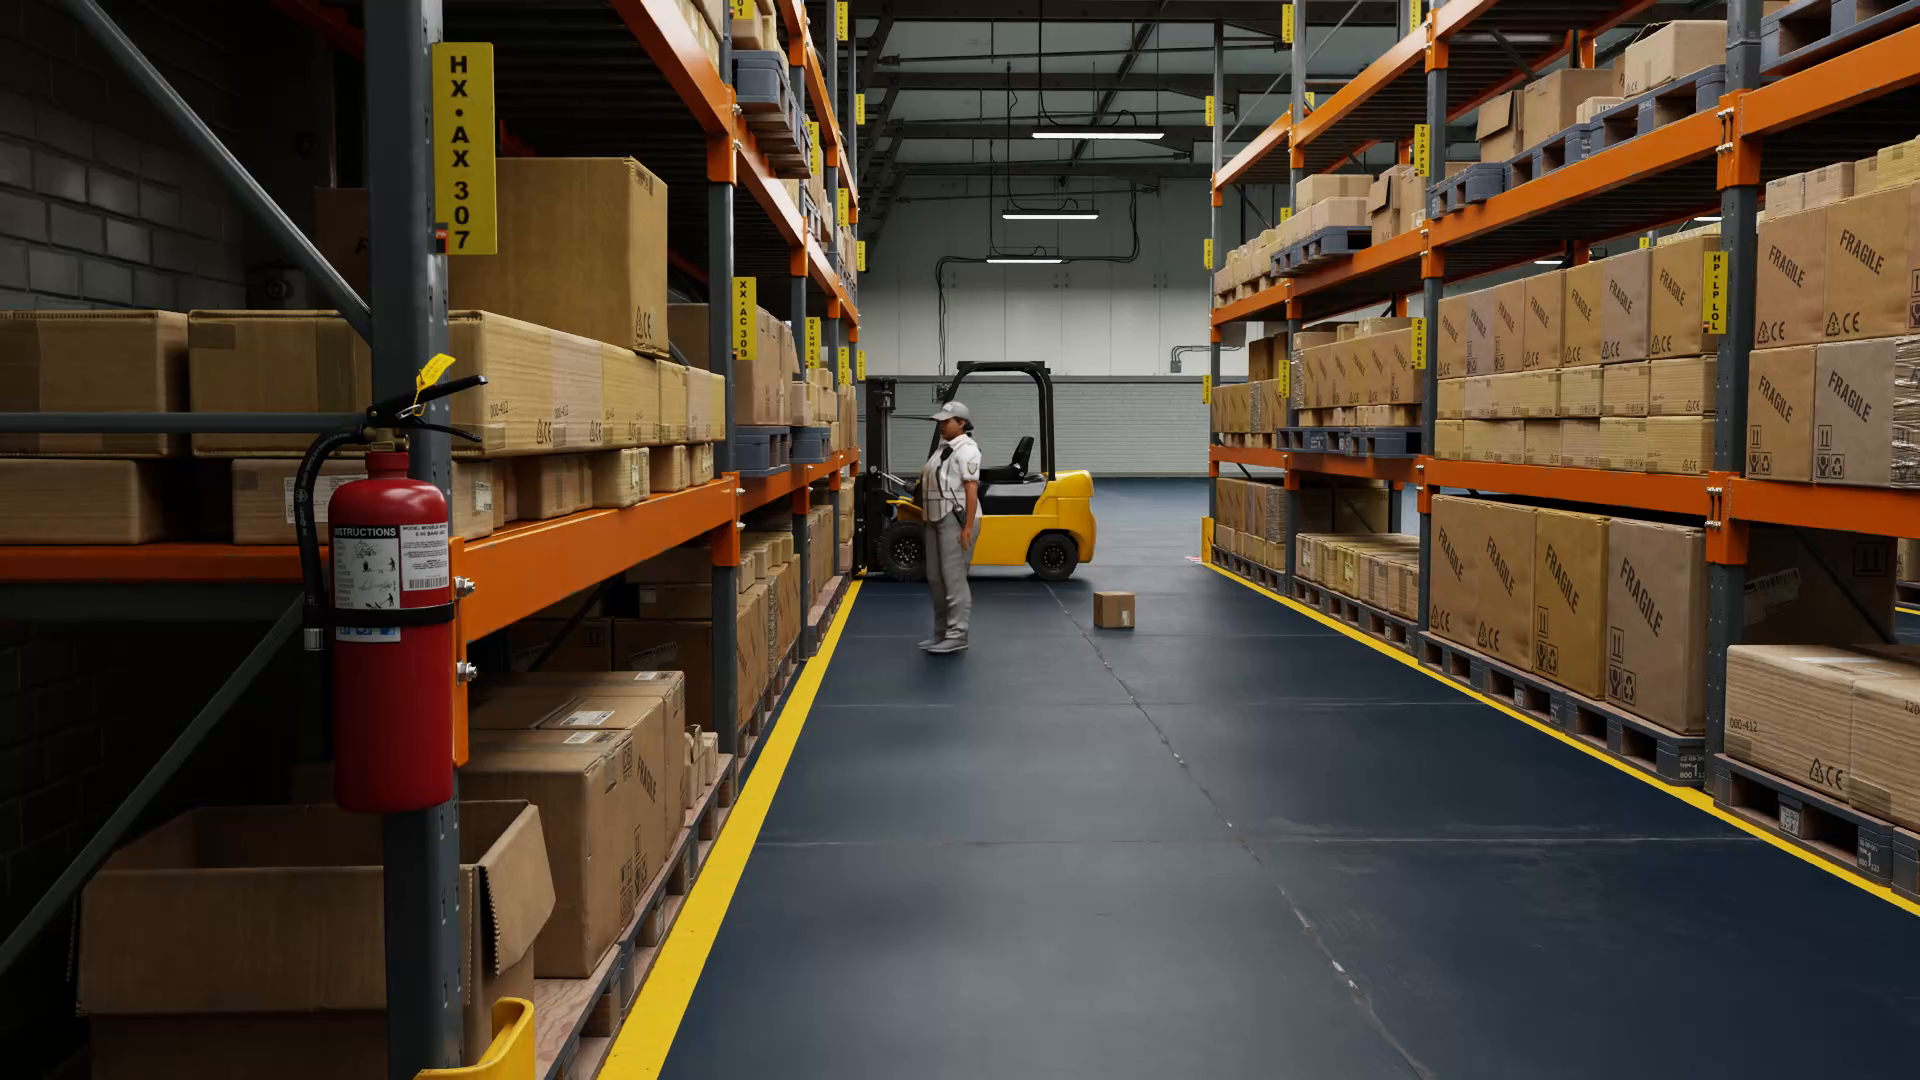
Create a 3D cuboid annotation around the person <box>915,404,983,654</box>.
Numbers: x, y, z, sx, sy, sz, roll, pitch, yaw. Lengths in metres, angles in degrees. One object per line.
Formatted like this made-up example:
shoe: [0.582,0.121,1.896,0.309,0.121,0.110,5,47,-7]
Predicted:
person: [-0.069,-0.083,11.209,0.387,1.669,0.483,-2,4,-25]
